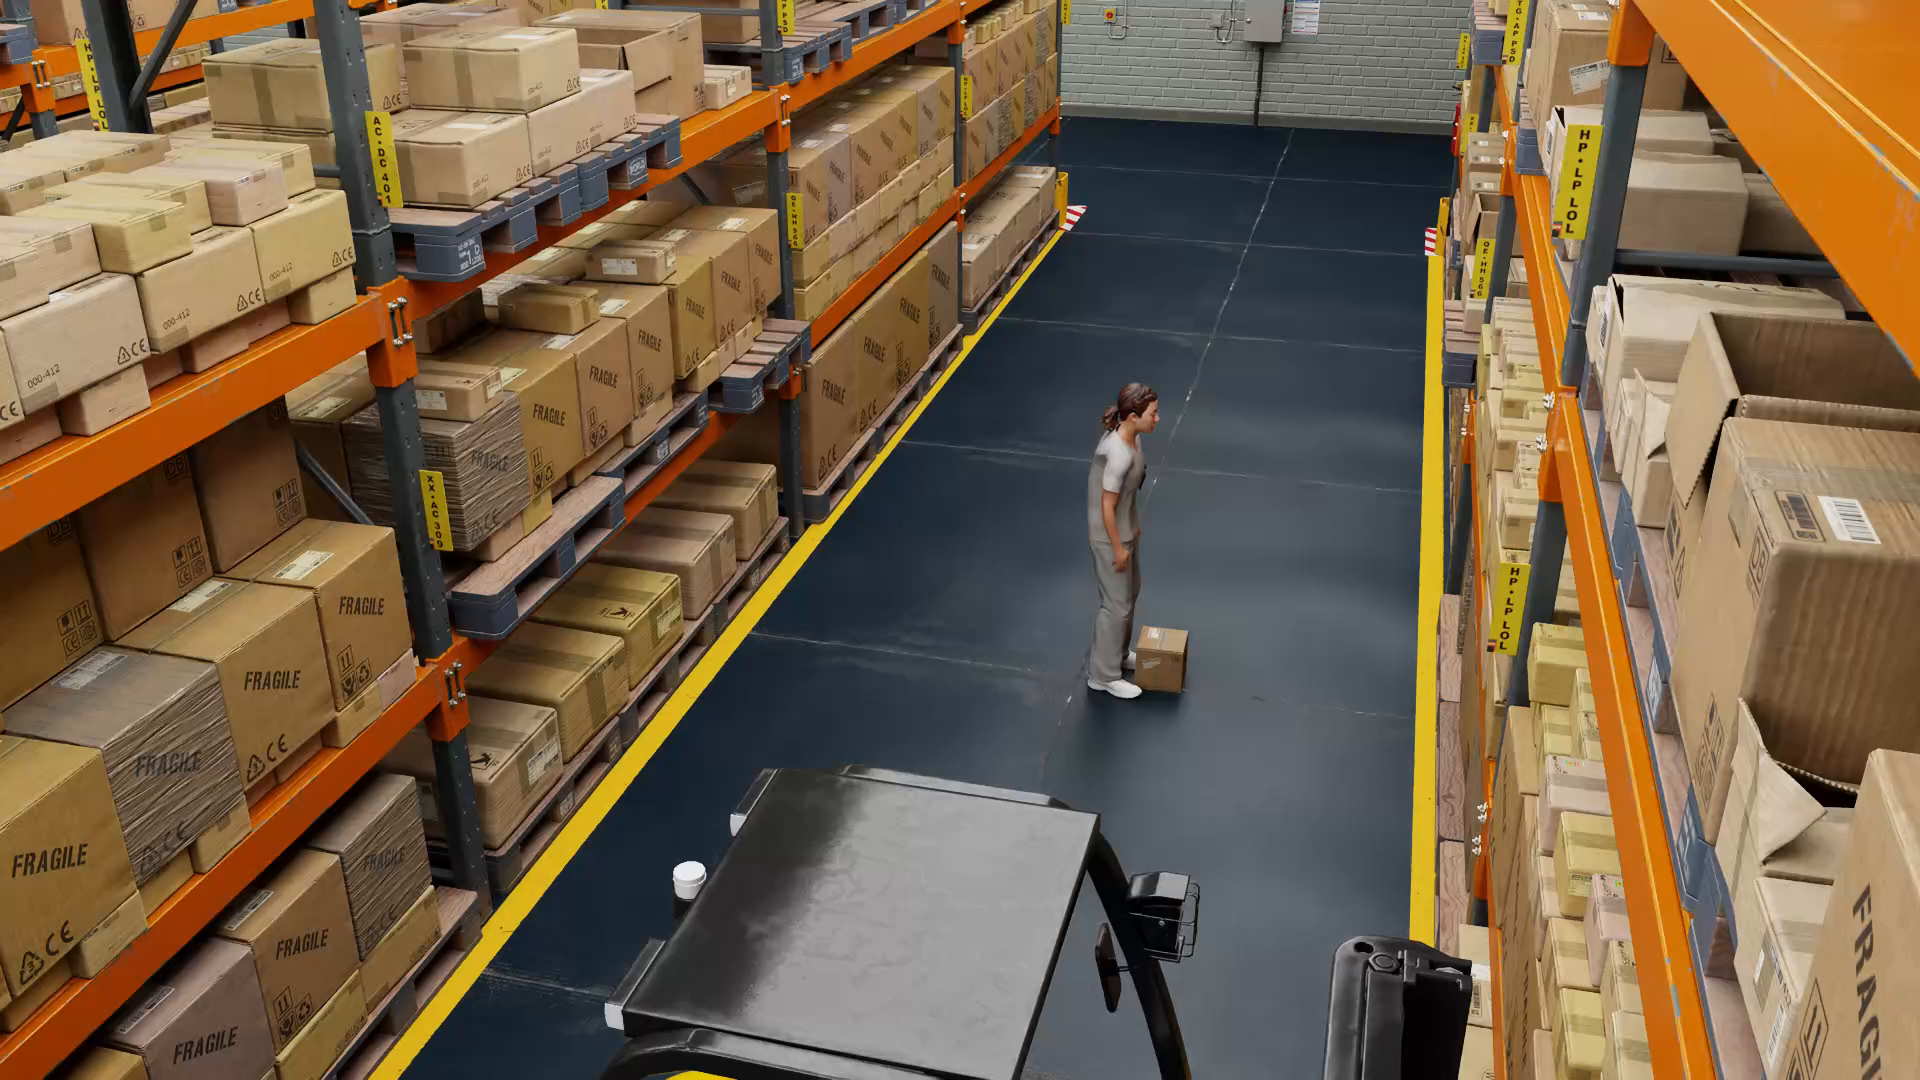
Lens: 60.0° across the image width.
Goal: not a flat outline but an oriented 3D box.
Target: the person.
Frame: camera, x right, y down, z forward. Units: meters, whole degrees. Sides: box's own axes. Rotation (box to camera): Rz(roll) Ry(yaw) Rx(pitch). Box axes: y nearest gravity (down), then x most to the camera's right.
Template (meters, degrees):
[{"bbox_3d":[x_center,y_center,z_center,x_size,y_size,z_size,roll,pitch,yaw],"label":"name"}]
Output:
[{"bbox_3d":[0.839,0.034,8.687,0.358,1.545,0.486,6,26,13],"label":"person"}]
